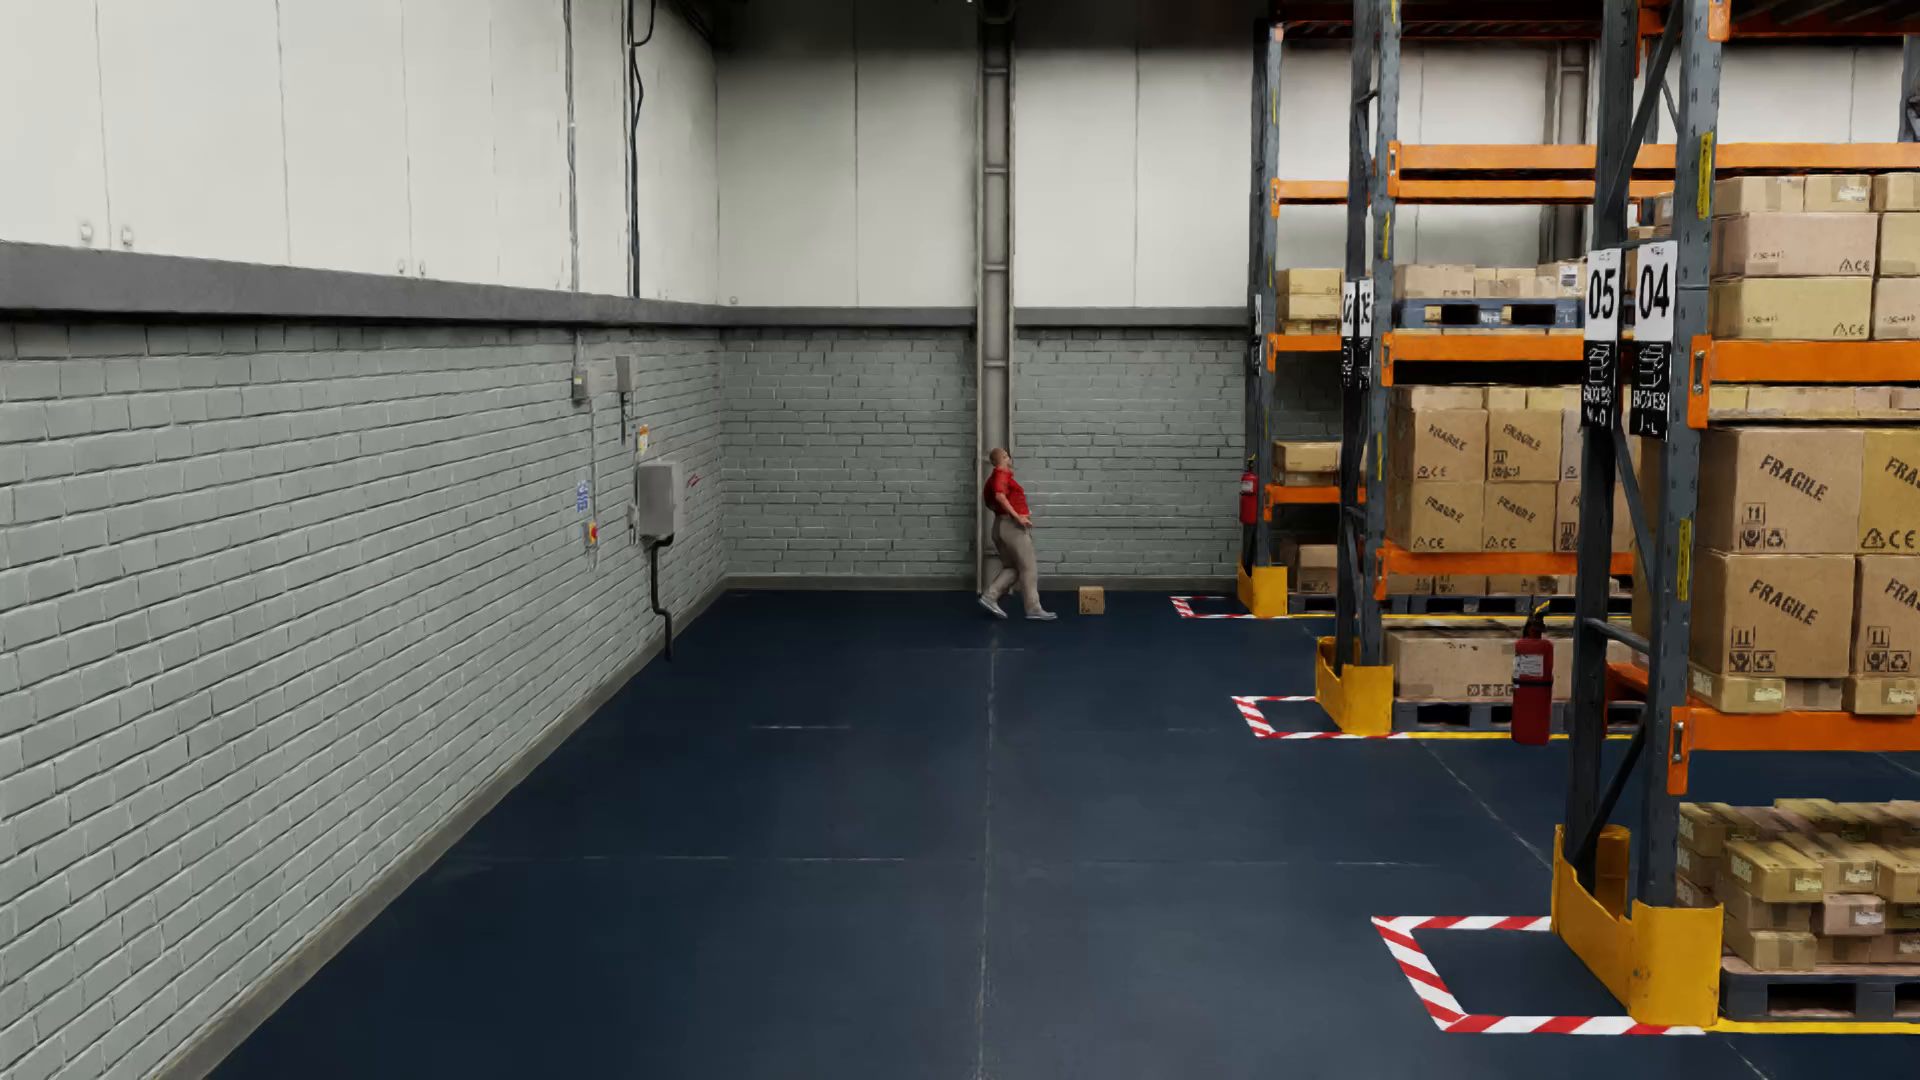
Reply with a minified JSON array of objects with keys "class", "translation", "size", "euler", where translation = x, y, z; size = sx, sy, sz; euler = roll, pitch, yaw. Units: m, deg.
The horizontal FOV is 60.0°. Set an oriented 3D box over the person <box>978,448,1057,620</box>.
[{"class":"person","translation":[0.518,-0.074,16.482],"size":[0.743,1.682,0.684],"euler":[-2,8,-19]}]
